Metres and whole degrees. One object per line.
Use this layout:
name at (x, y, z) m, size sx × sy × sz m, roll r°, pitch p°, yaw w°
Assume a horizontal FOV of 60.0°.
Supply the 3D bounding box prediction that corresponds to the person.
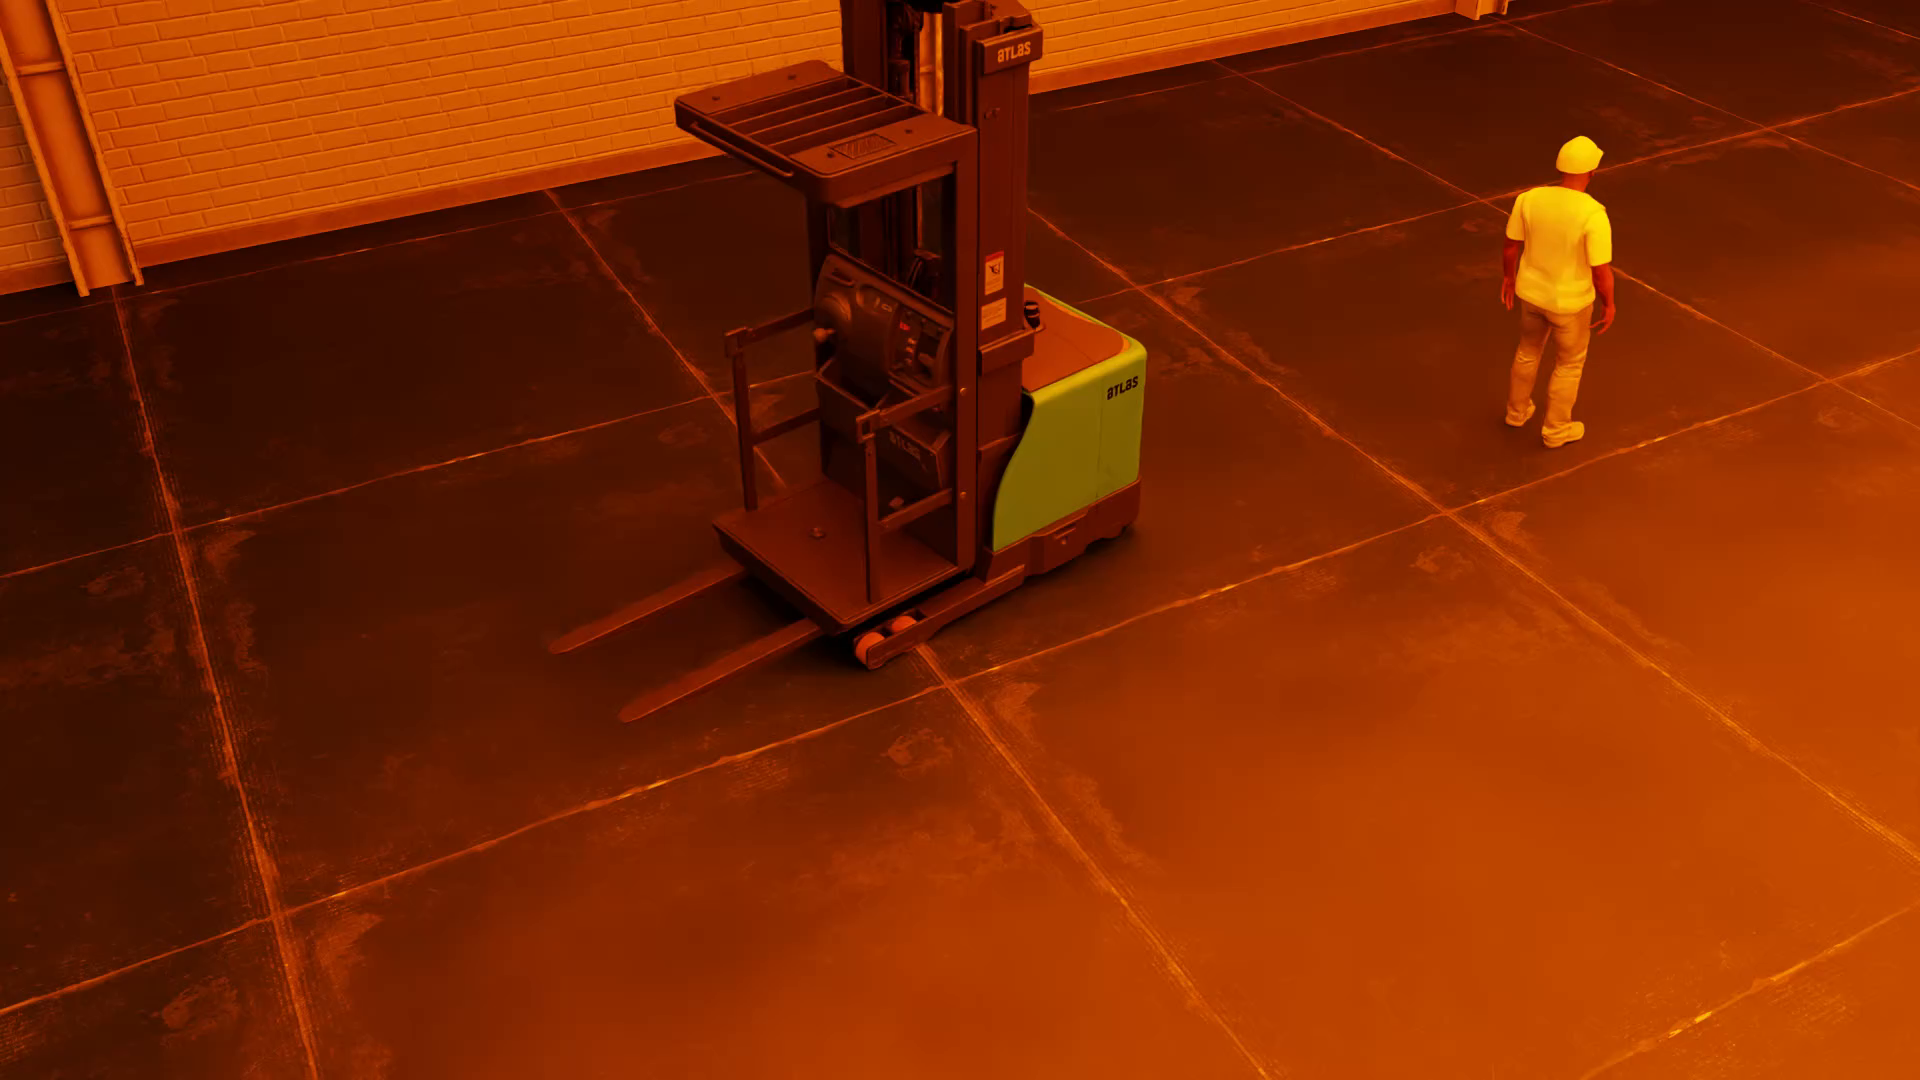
person at (3.271, -1.346, 9.050) m, size 0.497 × 1.780 × 0.660 m, roll -26°, pitch 43°, yaw -31°

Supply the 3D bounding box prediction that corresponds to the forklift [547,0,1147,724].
forklift at (-0.515, -0.938, 7.450) m, size 3.031 × 2.935 × 1.130 m, roll -26°, pitch 43°, yaw -32°
